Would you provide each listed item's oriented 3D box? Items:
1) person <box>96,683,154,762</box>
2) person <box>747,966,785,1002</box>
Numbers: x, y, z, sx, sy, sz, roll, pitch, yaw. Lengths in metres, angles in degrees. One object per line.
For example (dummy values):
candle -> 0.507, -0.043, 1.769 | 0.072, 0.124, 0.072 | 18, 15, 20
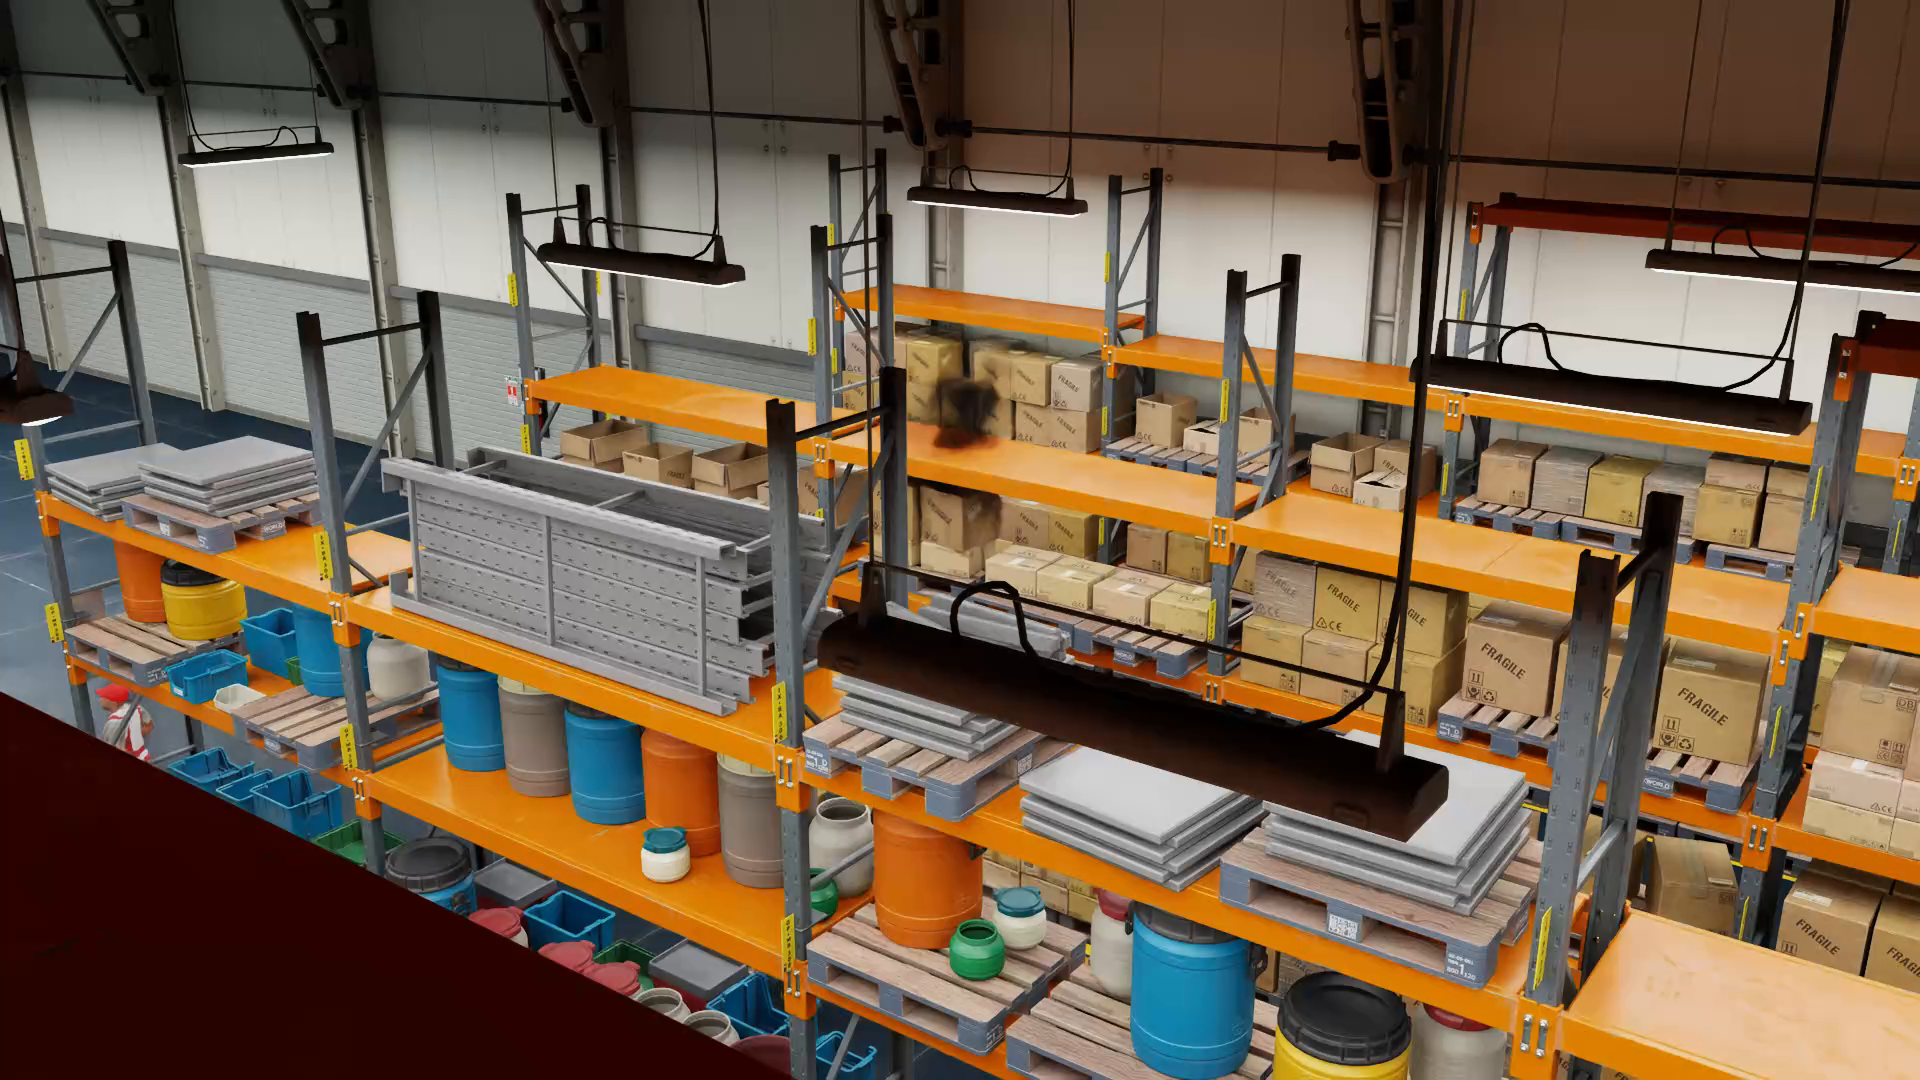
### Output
person -> -7.956, 2.173, 15.903 | 0.552, 1.748, 0.692 | 0, 18, 1
person -> -1.556, 2.968, 13.472 | 0.788, 1.837, 0.621 | 11, 21, 30
